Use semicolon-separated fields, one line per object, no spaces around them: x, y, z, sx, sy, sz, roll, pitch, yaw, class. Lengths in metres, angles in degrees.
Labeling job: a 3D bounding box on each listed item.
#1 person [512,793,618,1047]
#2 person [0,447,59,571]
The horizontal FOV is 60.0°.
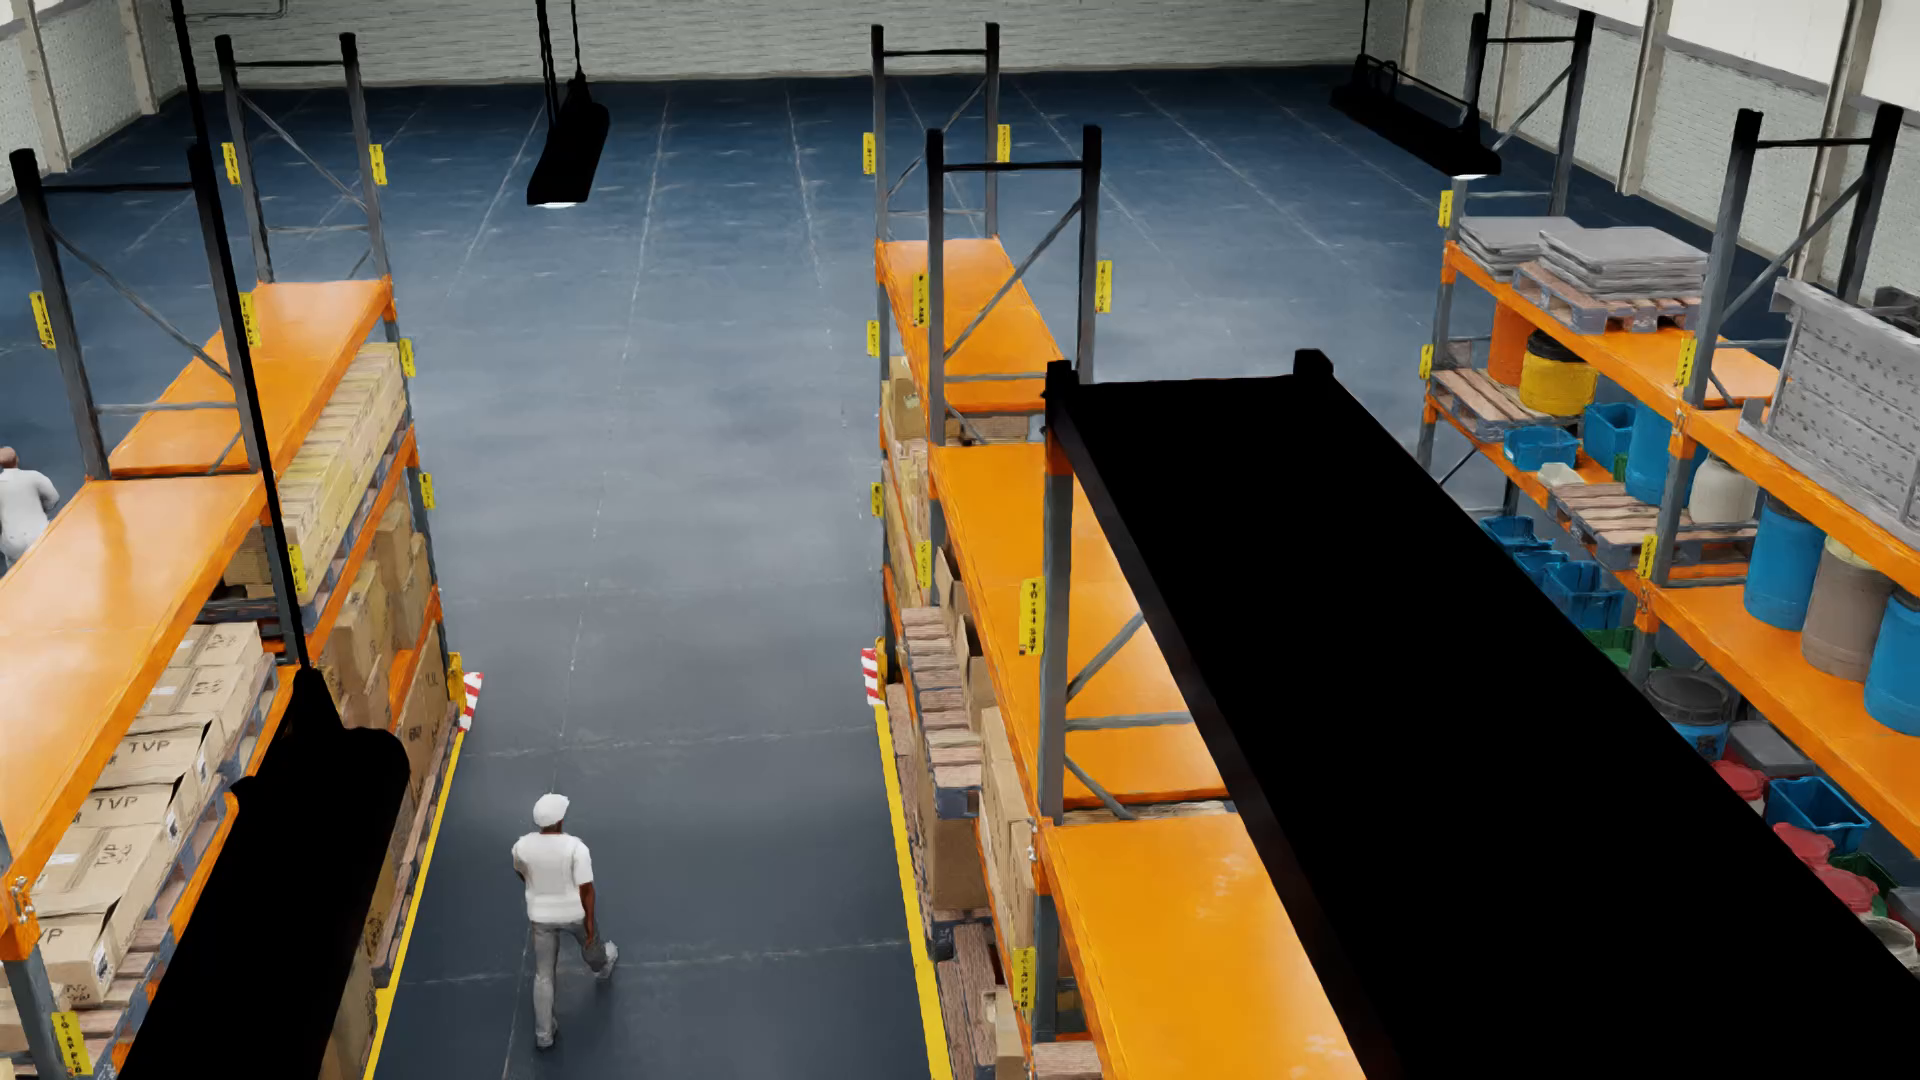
-2.725;2.465;11.327;0.572;1.704;1.030;1;26;2;person
-9.378;-0.081;16.665;0.735;1.715;0.896;-10;27;-21;person
